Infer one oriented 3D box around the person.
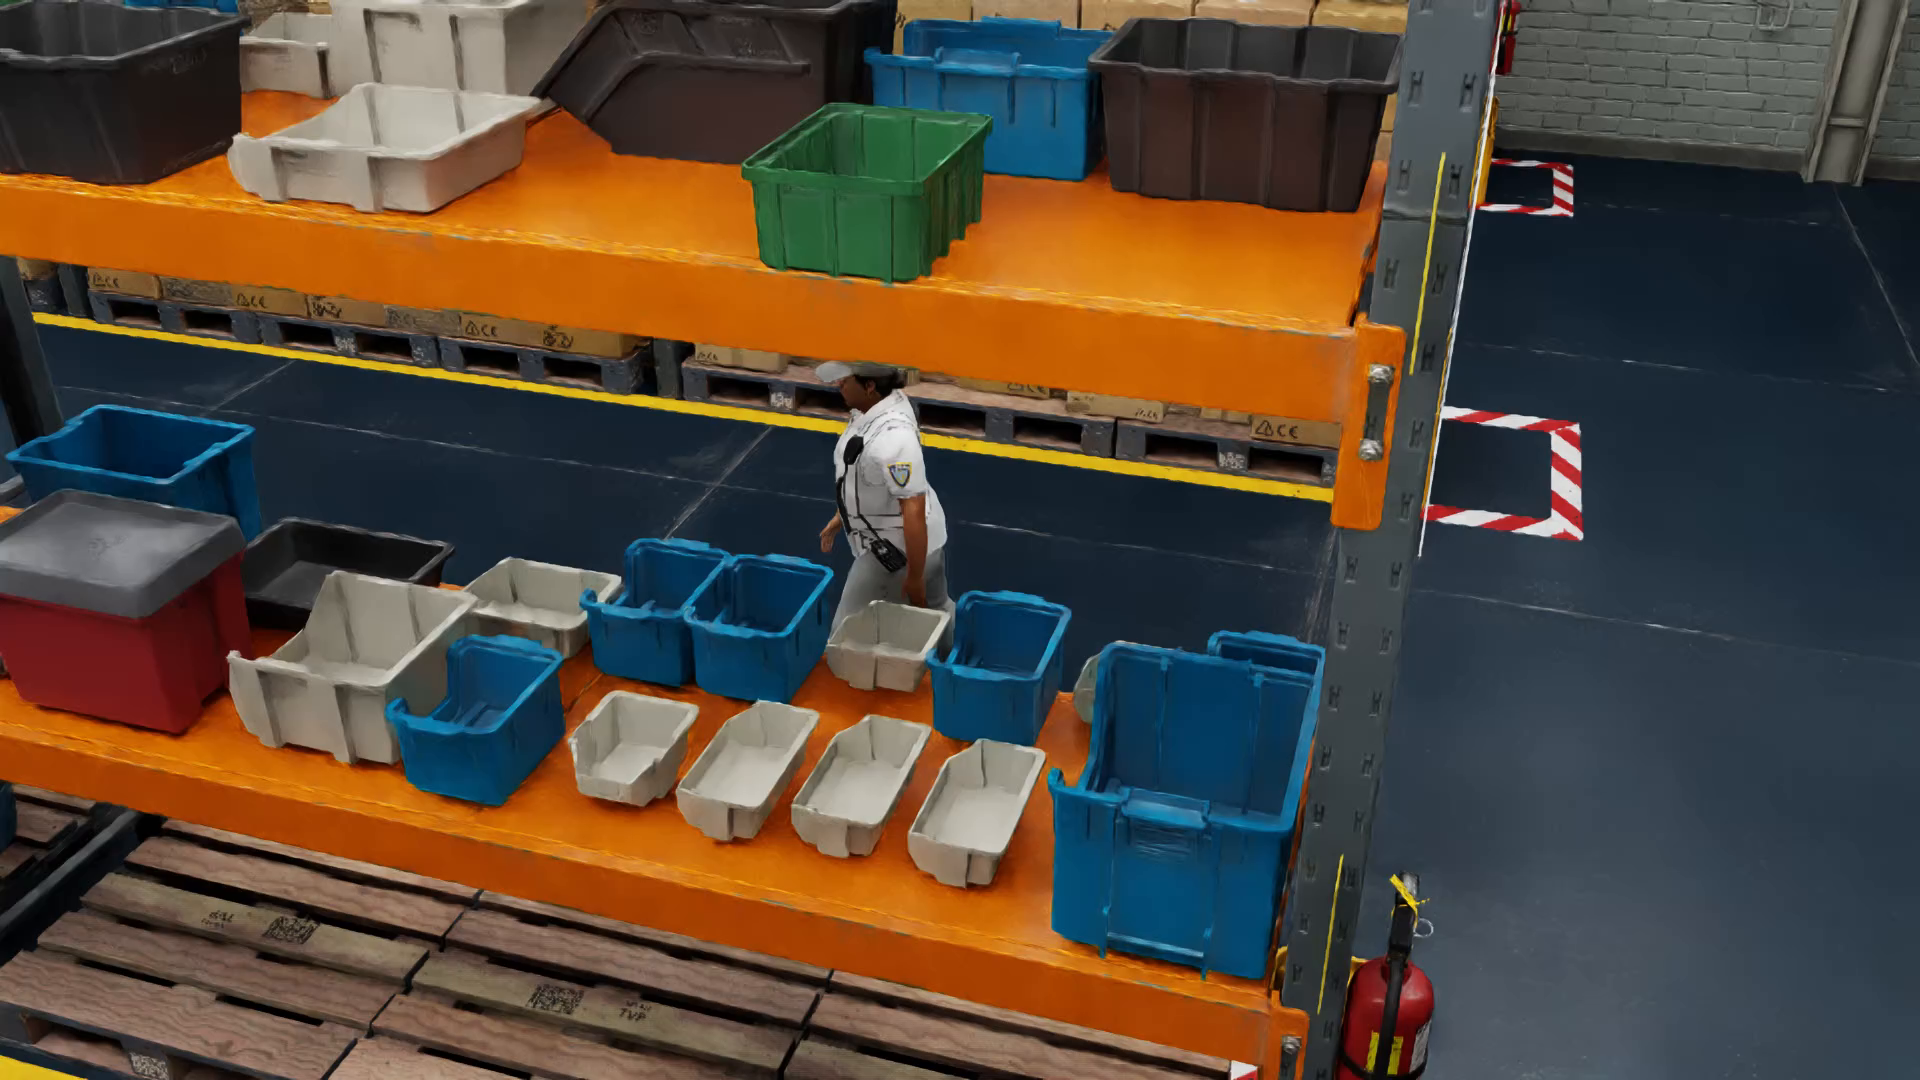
[{"bbox_3d":[-0.246,0.020,6.114,0.751,1.615,0.612,-2,29,-3],"label":"person"}]
